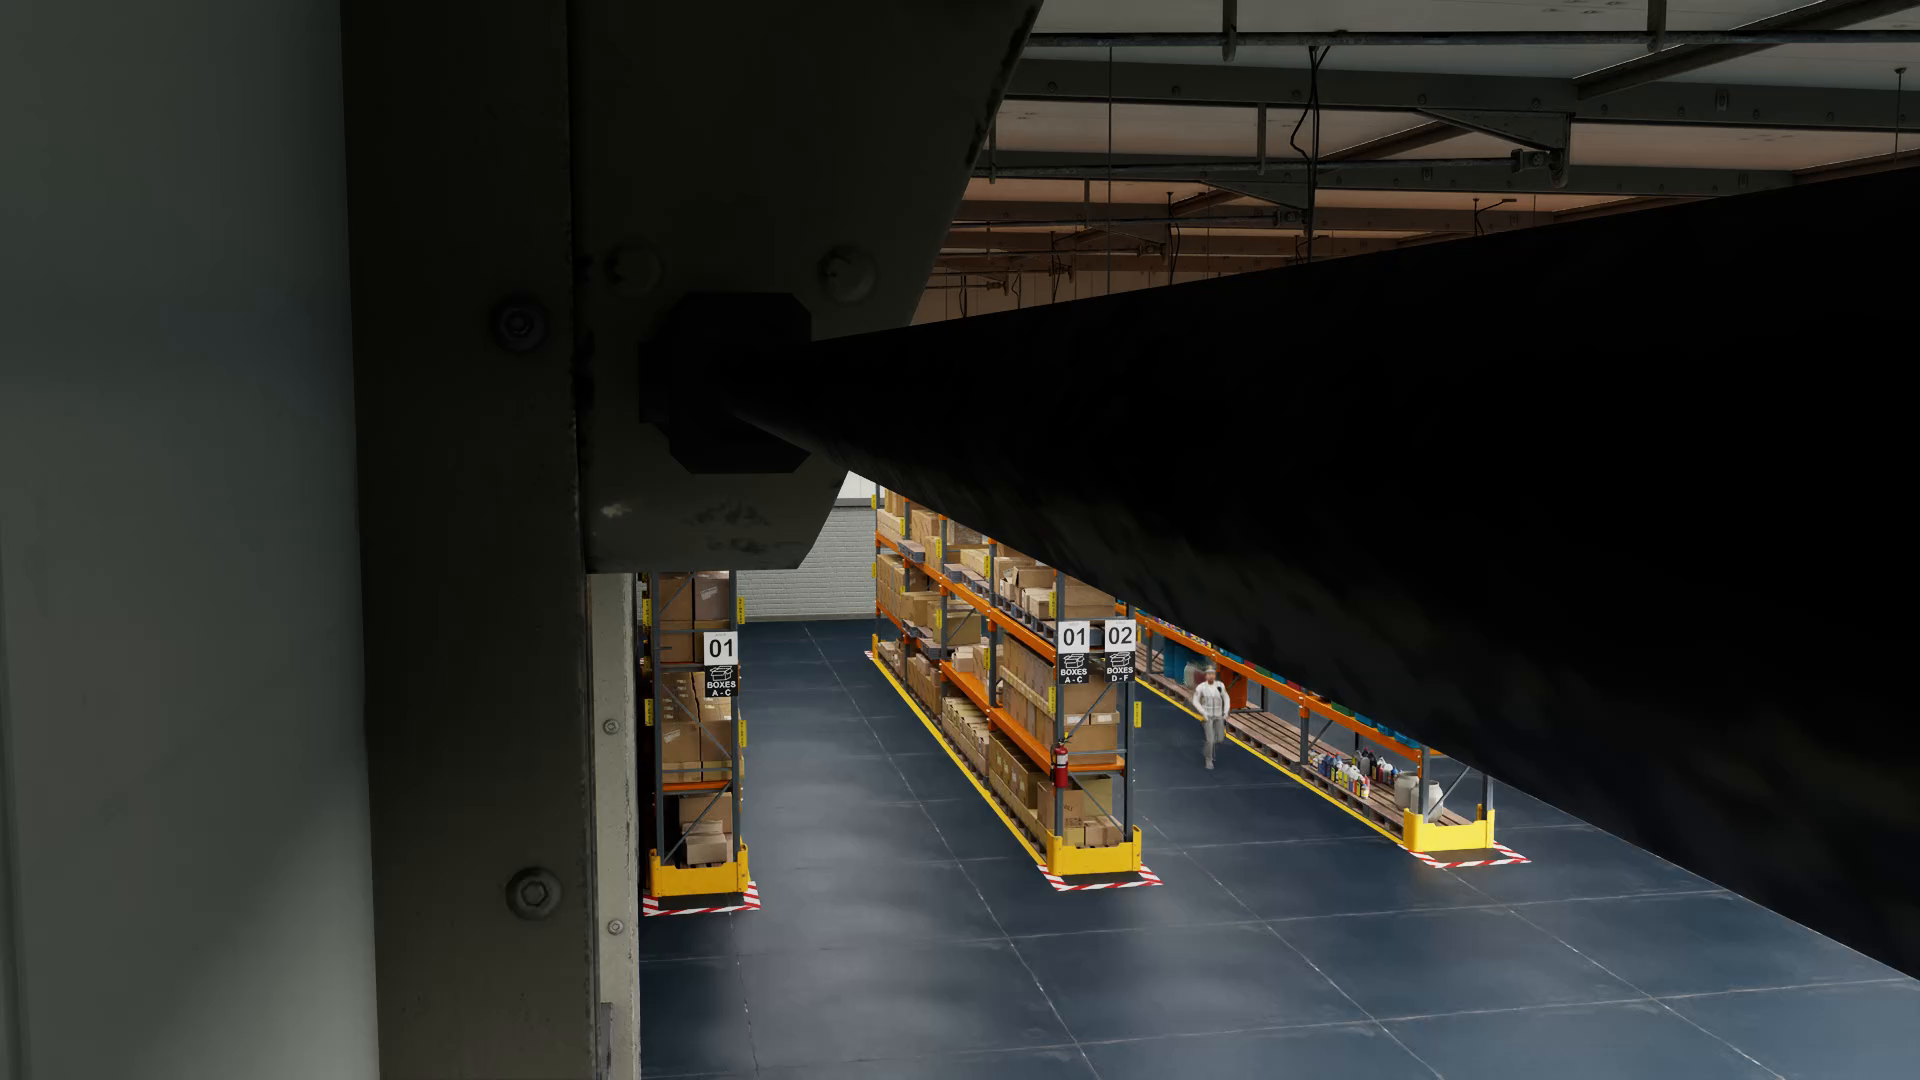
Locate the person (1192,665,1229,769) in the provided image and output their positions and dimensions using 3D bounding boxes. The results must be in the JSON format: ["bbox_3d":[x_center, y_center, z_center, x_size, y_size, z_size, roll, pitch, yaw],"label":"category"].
[{"bbox_3d":[4.006,2.803,26.428,0.624,1.663,0.492,-1,6,-6],"label":"person"}]

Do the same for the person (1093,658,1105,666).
[{"bbox_3d":[2.361,2.357,30.423,0.693,1.737,0.744,-2,6,-22],"label":"person"}]
